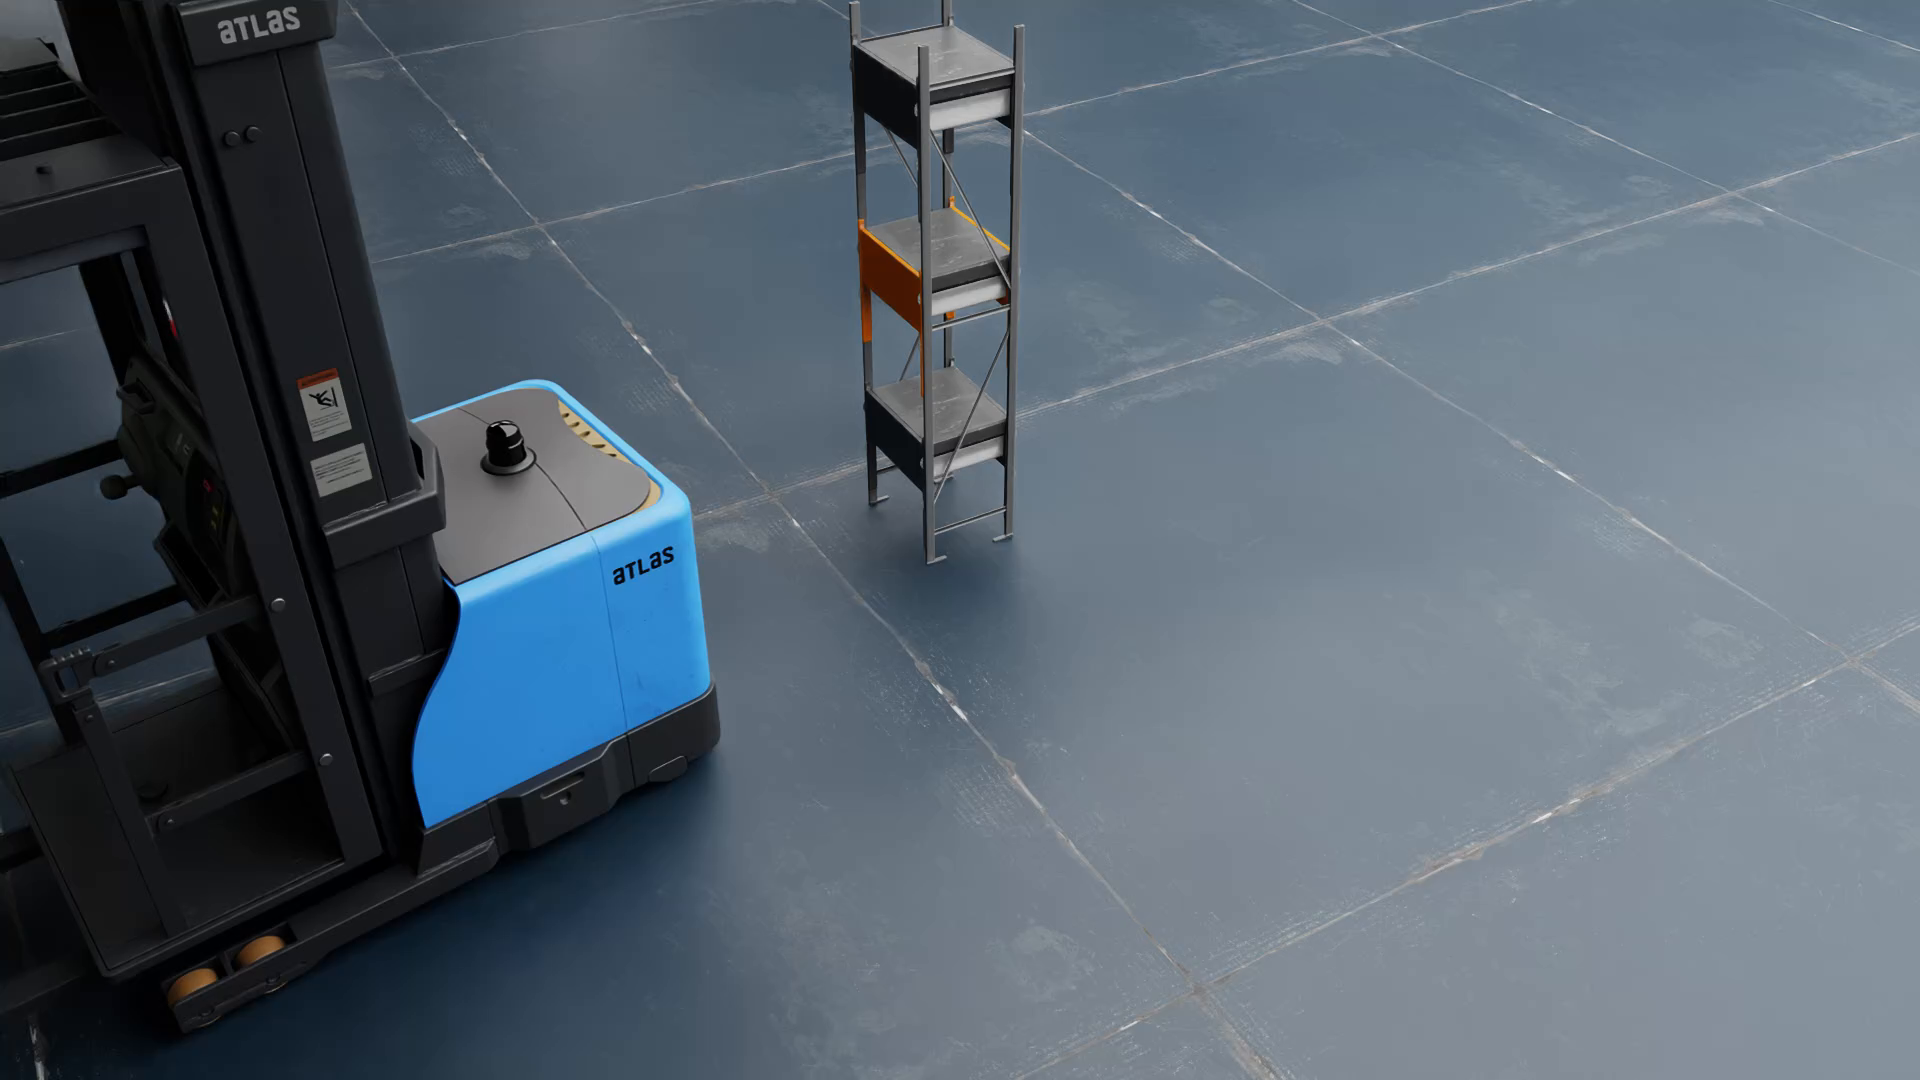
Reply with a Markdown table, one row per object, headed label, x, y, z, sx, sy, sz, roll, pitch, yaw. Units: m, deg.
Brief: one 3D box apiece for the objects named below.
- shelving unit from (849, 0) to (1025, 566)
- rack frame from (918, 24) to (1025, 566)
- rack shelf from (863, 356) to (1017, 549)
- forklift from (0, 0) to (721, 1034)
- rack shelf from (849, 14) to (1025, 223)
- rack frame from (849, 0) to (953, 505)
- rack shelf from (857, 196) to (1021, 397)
| label | x | y | z | sx | sy | sz | roll | pitch | yaw |
| --- | --- | --- | --- | --- | --- | --- | --- | --- | --- |
| shelving unit | -0.083 | -0.932 | 6.246 | 0.431 | 2.100 | 0.503 | -19 | 40 | -24 |
| rack frame | 0.039 | -0.808 | 6.076 | 0.400 | 2.100 | 0.015 | -19 | 40 | -24 |
| rack shelf | -0.083 | -0.356 | 6.667 | 0.431 | 0.518 | 0.480 | -19 | 40 | -24 |
| forklift | -2.289 | -0.128 | 4.440 | 3.031 | 2.935 | 1.130 | -25 | 43 | -30 |
| rack shelf | -0.083 | -1.487 | 5.841 | 0.431 | 0.518 | 0.480 | -19 | 40 | -24 |
| rack frame | -0.206 | -1.057 | 6.417 | 0.400 | 2.100 | 0.015 | -19 | 40 | -24 |
| rack shelf | -0.083 | -0.921 | 6.254 | 0.431 | 0.518 | 0.480 | -19 | 40 | -24 |
